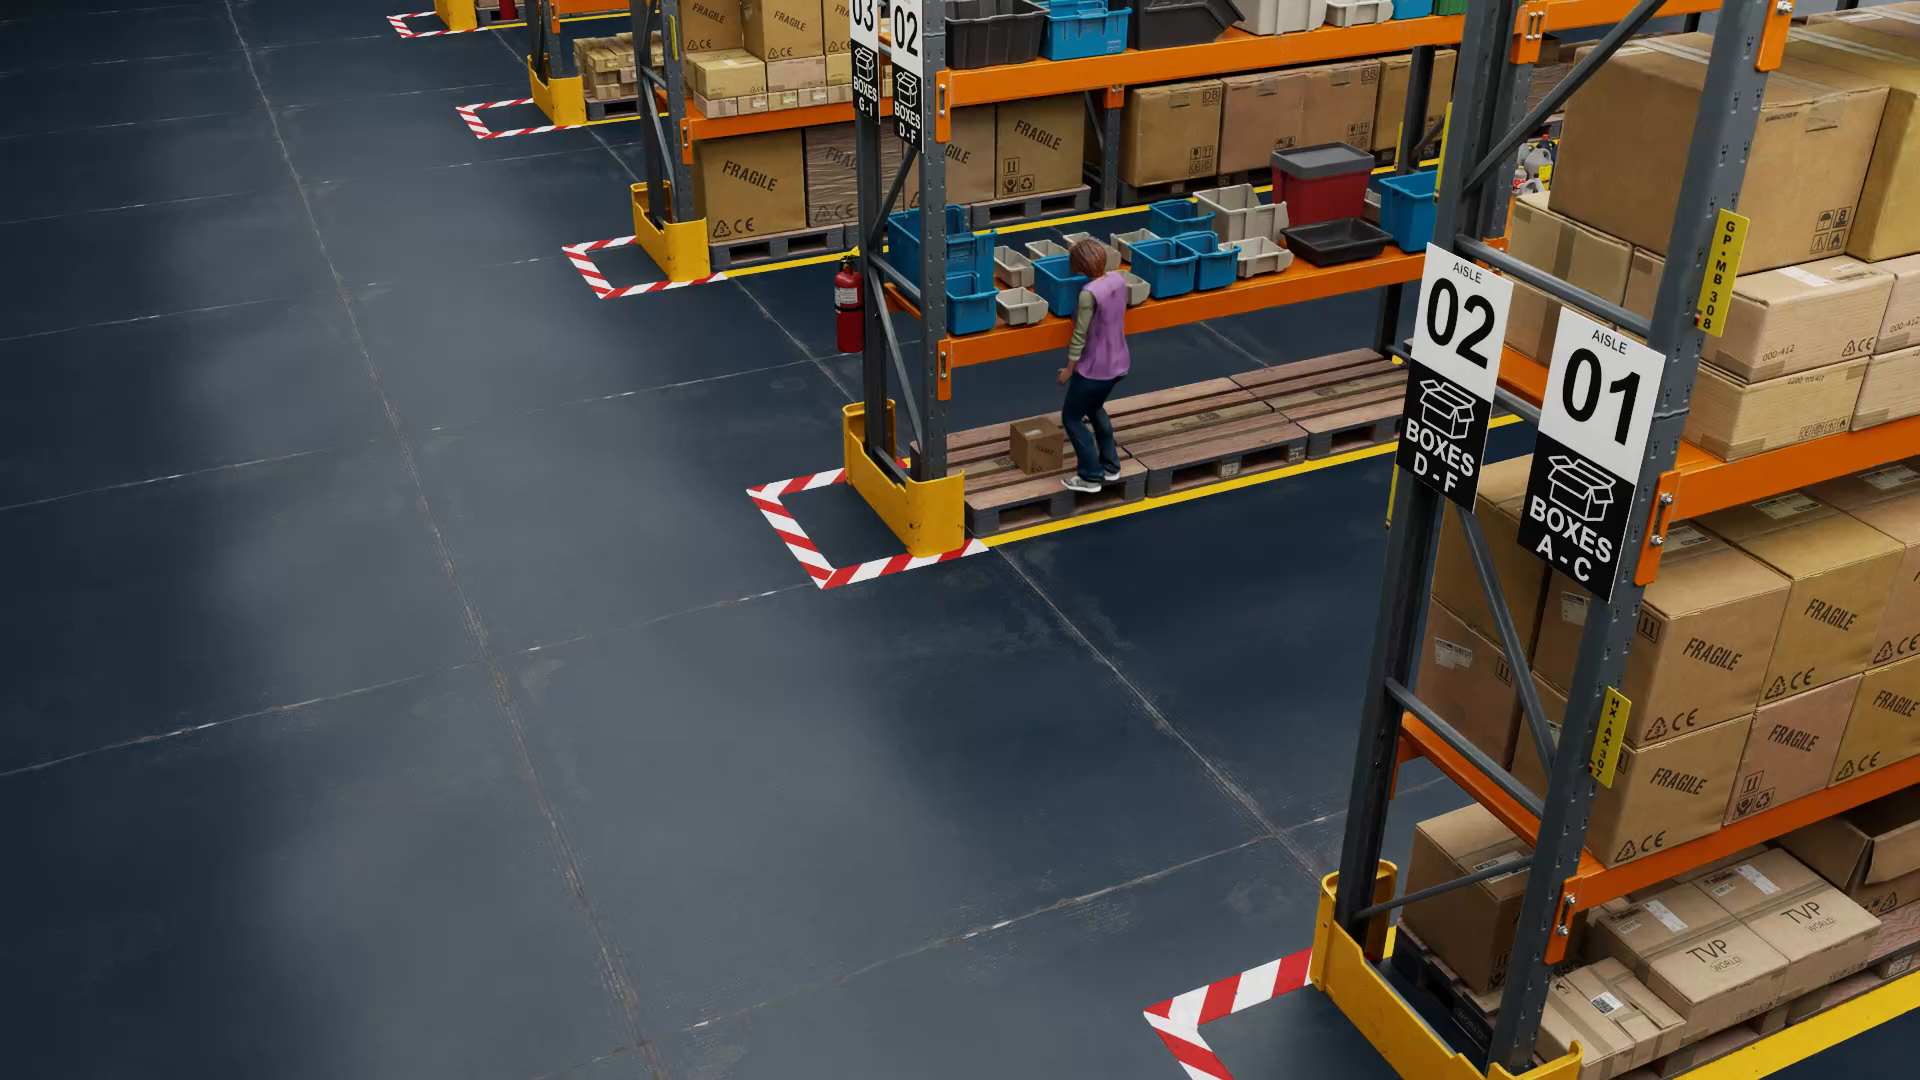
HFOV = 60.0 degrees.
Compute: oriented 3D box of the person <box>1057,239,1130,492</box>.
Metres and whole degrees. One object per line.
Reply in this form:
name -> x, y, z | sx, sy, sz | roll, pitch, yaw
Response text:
person -> 0.793, -1.008, 9.859 | 0.377, 1.537, 0.423 | 22, 36, 33
